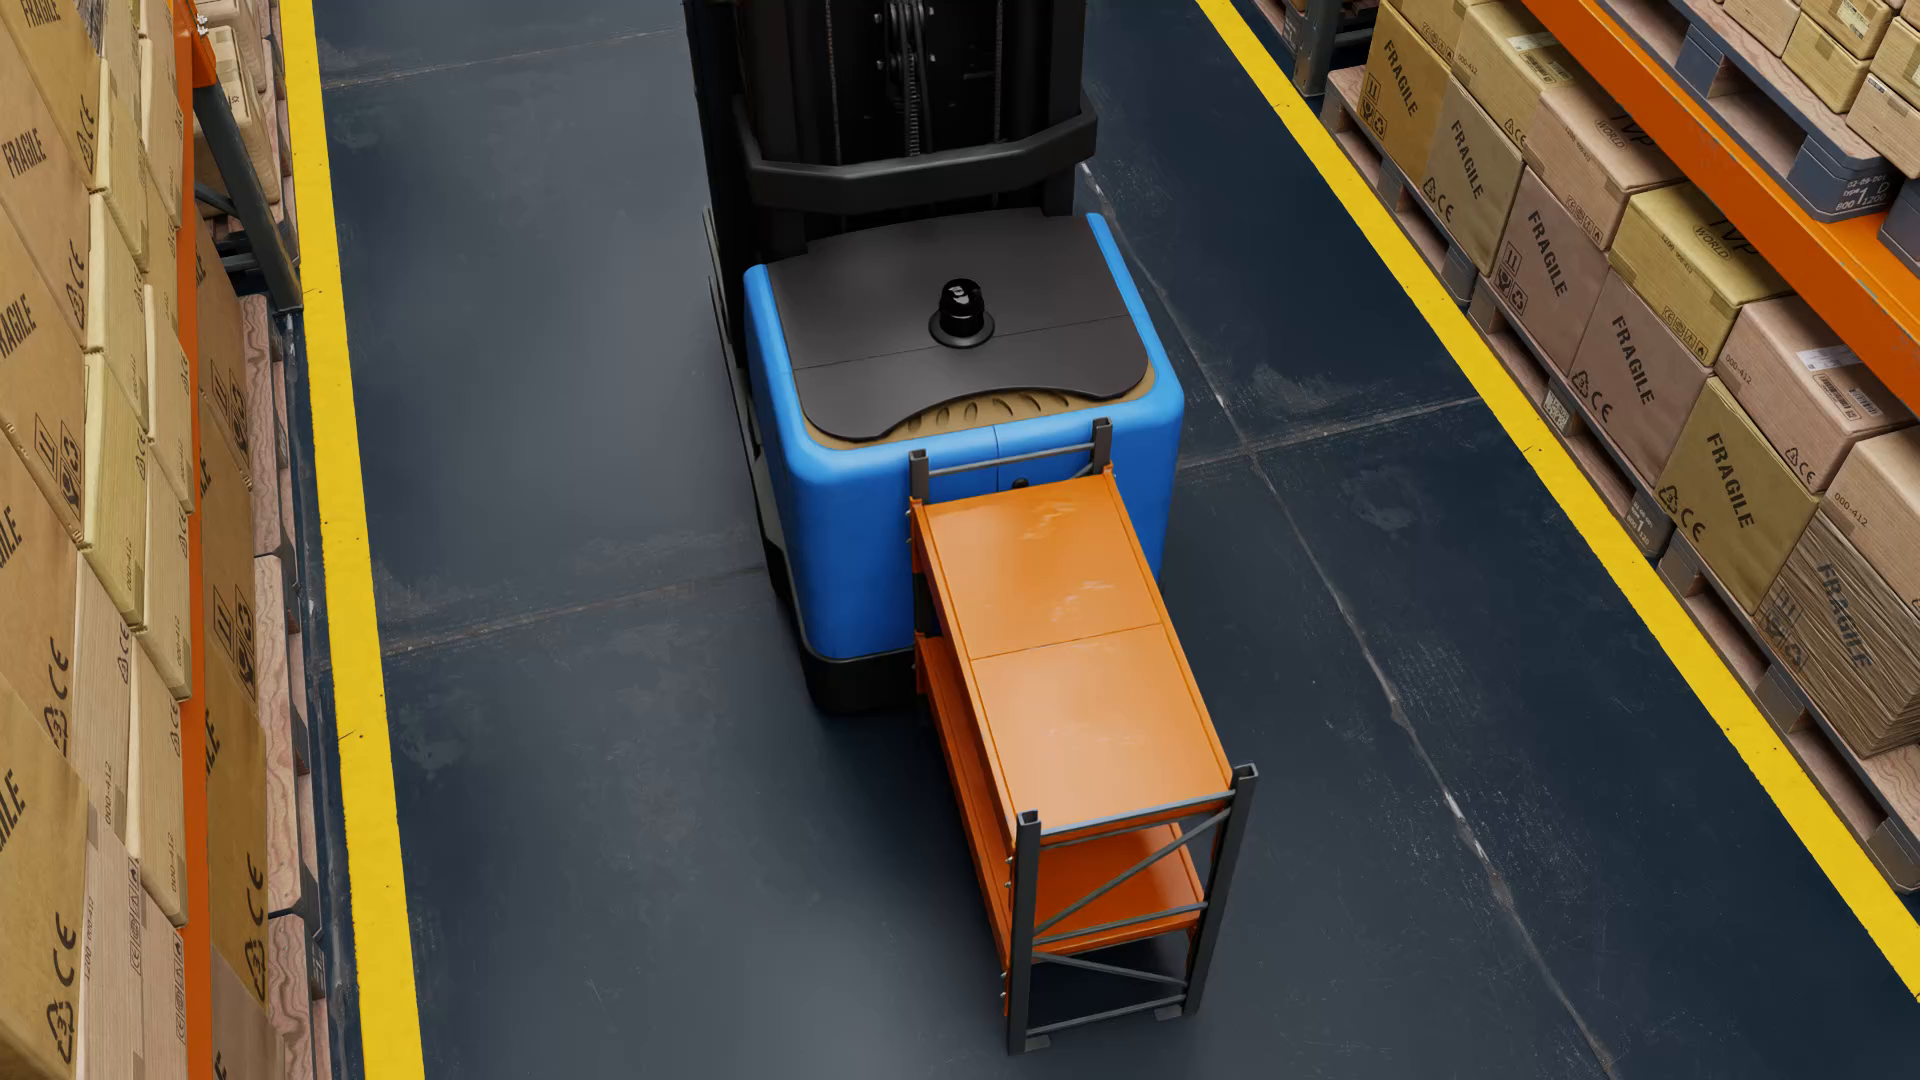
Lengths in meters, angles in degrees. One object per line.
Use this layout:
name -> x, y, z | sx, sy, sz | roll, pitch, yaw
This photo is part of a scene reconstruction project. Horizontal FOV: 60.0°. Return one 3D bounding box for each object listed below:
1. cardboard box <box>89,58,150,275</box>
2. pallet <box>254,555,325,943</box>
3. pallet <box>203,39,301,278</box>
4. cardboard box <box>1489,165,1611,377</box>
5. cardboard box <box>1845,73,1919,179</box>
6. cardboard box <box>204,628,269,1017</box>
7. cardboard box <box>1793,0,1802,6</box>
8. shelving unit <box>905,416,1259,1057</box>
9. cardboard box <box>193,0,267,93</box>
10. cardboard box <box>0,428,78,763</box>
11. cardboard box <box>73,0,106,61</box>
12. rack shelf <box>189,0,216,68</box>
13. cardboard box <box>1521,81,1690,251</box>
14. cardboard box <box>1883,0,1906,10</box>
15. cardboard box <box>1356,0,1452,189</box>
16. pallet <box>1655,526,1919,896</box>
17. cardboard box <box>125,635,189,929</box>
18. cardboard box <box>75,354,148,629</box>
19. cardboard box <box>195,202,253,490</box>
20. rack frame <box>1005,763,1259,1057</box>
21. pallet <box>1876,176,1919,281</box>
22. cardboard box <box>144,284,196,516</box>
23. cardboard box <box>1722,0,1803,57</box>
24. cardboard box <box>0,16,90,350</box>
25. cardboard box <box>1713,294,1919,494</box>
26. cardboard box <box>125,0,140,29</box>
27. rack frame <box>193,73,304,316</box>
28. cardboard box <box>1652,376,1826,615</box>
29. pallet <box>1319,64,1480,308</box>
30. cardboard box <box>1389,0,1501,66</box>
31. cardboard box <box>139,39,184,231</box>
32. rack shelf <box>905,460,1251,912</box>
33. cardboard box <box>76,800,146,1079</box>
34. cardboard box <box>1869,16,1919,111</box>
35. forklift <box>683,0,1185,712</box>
cardboard box -> -2.128, -0.794, 3.728 | 0.500, 0.250, 0.500 | -15, 51, -12
pallet -> -2.321, 0.661, 4.555 | 1.003, 0.211, 1.213 | -13, 51, -11
pallet -> -3.069, -1.393, 6.286 | 1.003, 0.211, 1.213 | -13, 51, -11
cardboard box -> 2.133, -0.928, 5.431 | 0.500, 0.500, 0.500 | -14, 51, -12
cardboard box -> 2.424, -1.049, 4.062 | 0.380, 0.149, 0.250 | -15, 52, -13
cardboard box -> -2.191, 0.658, 3.849 | 0.875, 0.875, 0.875 | -12, 51, -10
cardboard box -> 2.276, -1.529, 4.272 | 0.380, 0.149, 0.250 | -12, 51, -10
shelving unit -> 0.242, 0.496, 4.096 | 0.538, 1.125, 1.048 | -10, 51, -9
cardboard box -> -3.223, -1.961, 6.385 | 0.950, 0.372, 0.625 | -14, 51, -12
cardboard box -> -1.689, 0.095, 2.489 | 0.500, 0.500, 0.500 | -14, 51, -11
cardboard box -> -2.277, -1.384, 3.735 | 0.500, 0.500, 0.500 | -13, 51, -10
rack shelf -> -3.431, -2.949, 6.245 | 1.077, 0.370, 4.000 | -13, 51, -11
cardboard box -> 2.116, -1.192, 5.162 | 0.500, 0.250, 0.500 | -13, 51, -11
cardboard box -> 2.352, -1.439, 4.002 | 0.380, 0.149, 0.250 | -15, 52, -13
cardboard box -> 1.825, -1.669, 6.055 | 0.500, 0.500, 0.500 | -15, 52, -13
pallet -> 2.810, 0.339, 4.826 | 1.003, 0.211, 1.213 | -13, 51, -11
cardboard box -> -1.689, 0.491, 2.972 | 0.500, 0.250, 0.500 | -14, 51, -12
cardboard box -> -1.822, -0.046, 3.098 | 0.500, 0.250, 0.500 | -13, 51, -11
cardboard box -> -2.715, -0.648, 4.949 | 0.875, 0.875, 0.875 | -14, 51, -11
rack frame -> 0.361, 0.874, 3.778 | 0.500, 1.125, 0.032 | -10, 51, -9
pallet -> 2.955, -0.521, 3.853 | 1.003, 0.211, 1.213 | -13, 51, -11
cardboard box -> -1.965, -0.254, 3.601 | 0.500, 0.250, 0.500 | -14, 51, -12
cardboard box -> 2.268, -1.437, 4.389 | 0.380, 0.149, 0.250 | -15, 51, -12
cardboard box -> -1.994, -0.648, 3.115 | 0.500, 0.500, 0.500 | -14, 51, -12
cardboard box -> 2.441, -0.429, 4.519 | 0.500, 0.250, 0.500 | -11, 51, -9
cardboard box -> -2.454, -1.537, 4.355 | 0.500, 0.250, 0.500 | -13, 51, -11
rack frame -> -2.840, -1.720, 4.738 | 1.000, 3.000, 0.127 | -13, 51, -11
cardboard box -> 2.431, -0.180, 4.800 | 0.500, 0.500, 0.500 | -14, 51, -12
pallet -> 2.089, -1.444, 6.329 | 1.003, 0.211, 1.213 | -13, 51, -11
cardboard box -> 1.832, -1.926, 5.782 | 0.500, 0.250, 0.500 | -15, 52, -13
cardboard box -> -2.276, -0.992, 4.222 | 0.500, 0.250, 0.500 | -12, 51, -10
rack shelf -> 0.242, 0.307, 3.872 | 0.538, 0.278, 1.000 | -10, 51, -9
cardboard box -> -1.518, 0.703, 2.466 | 0.500, 0.250, 0.500 | -15, 51, -12
cardboard box -> 2.425, -1.151, 3.954 | 0.380, 0.149, 0.250 | -16, 52, -13
forklift -> -0.256, -1.609, 4.690 | 1.130, 2.935, 3.031 | -10, 51, -9
